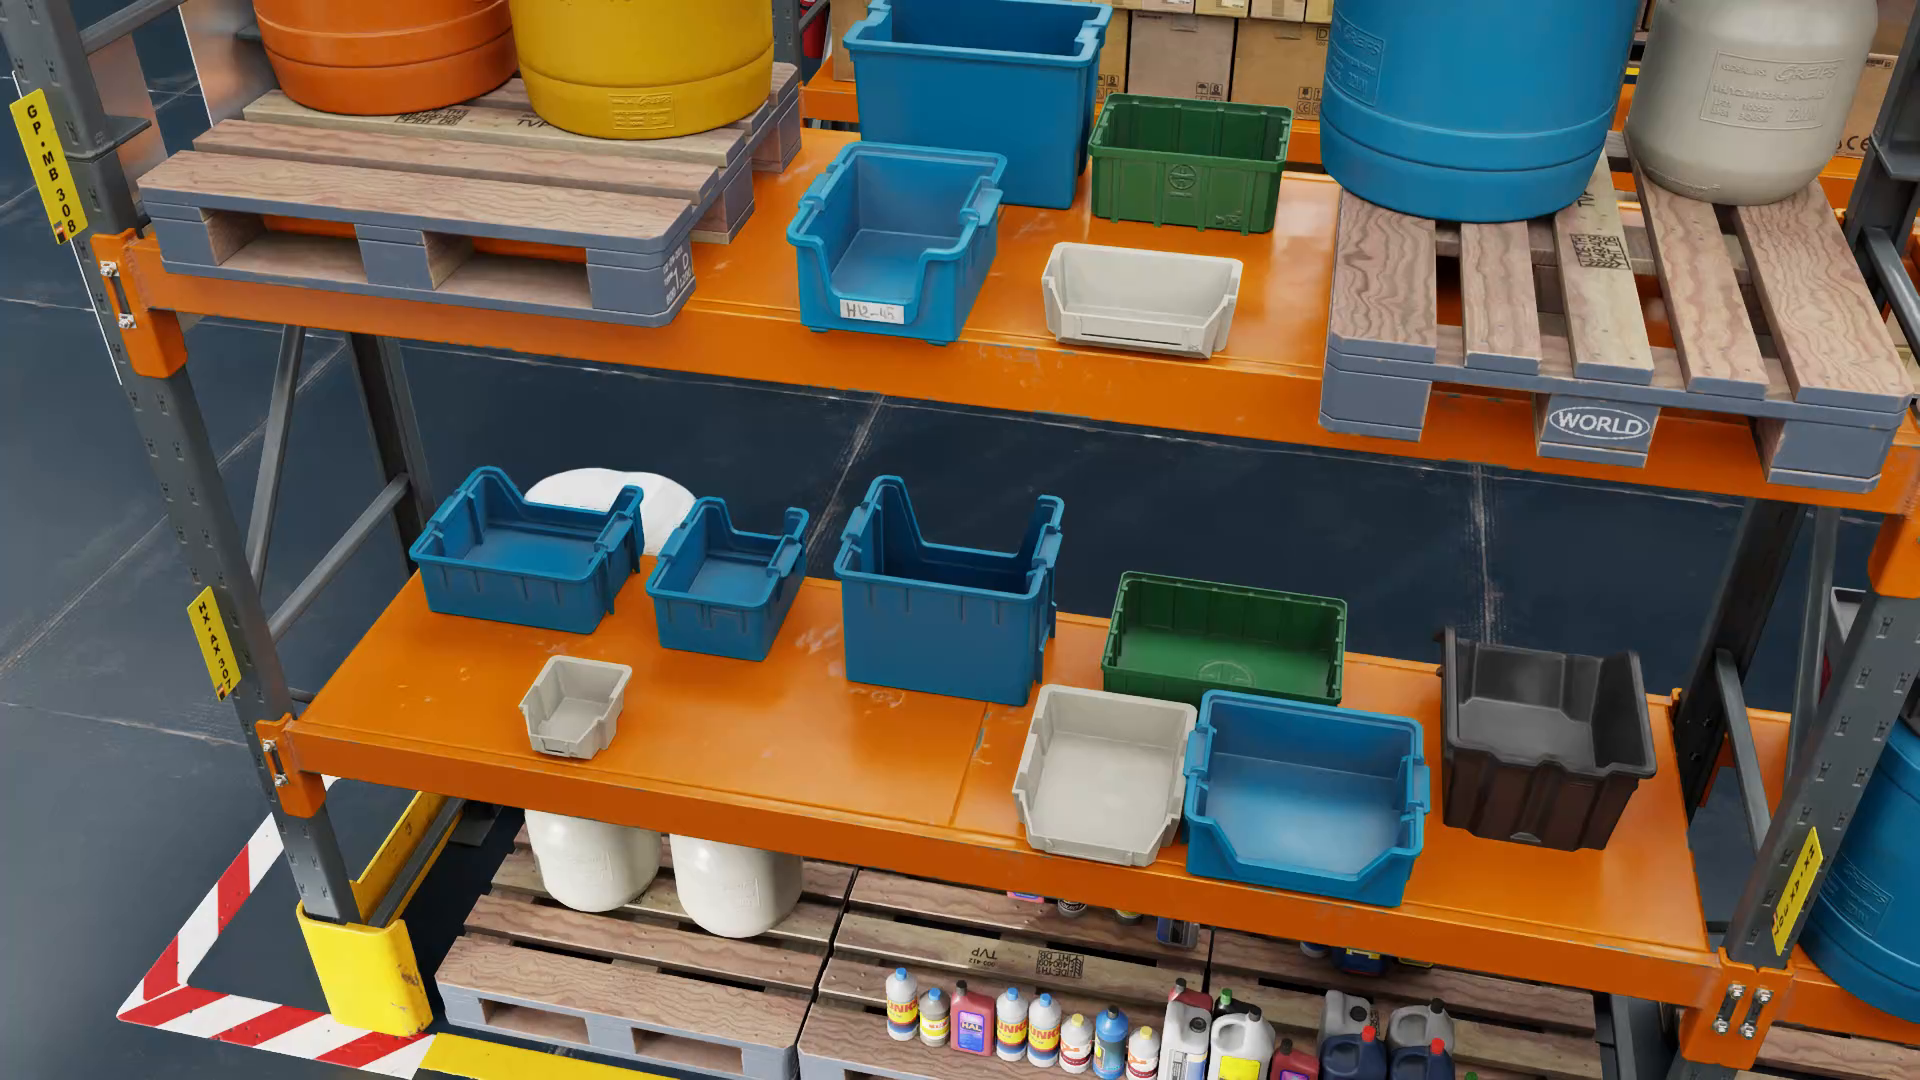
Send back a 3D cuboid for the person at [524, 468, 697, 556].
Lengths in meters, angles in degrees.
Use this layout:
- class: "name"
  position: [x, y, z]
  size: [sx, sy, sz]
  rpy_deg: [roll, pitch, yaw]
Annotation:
- class: "person"
  position: [-1.497, 0.123, 6.703]
  size: [0.976, 0.907, 0.547]
  rpy_deg: [6, 37, 8]
